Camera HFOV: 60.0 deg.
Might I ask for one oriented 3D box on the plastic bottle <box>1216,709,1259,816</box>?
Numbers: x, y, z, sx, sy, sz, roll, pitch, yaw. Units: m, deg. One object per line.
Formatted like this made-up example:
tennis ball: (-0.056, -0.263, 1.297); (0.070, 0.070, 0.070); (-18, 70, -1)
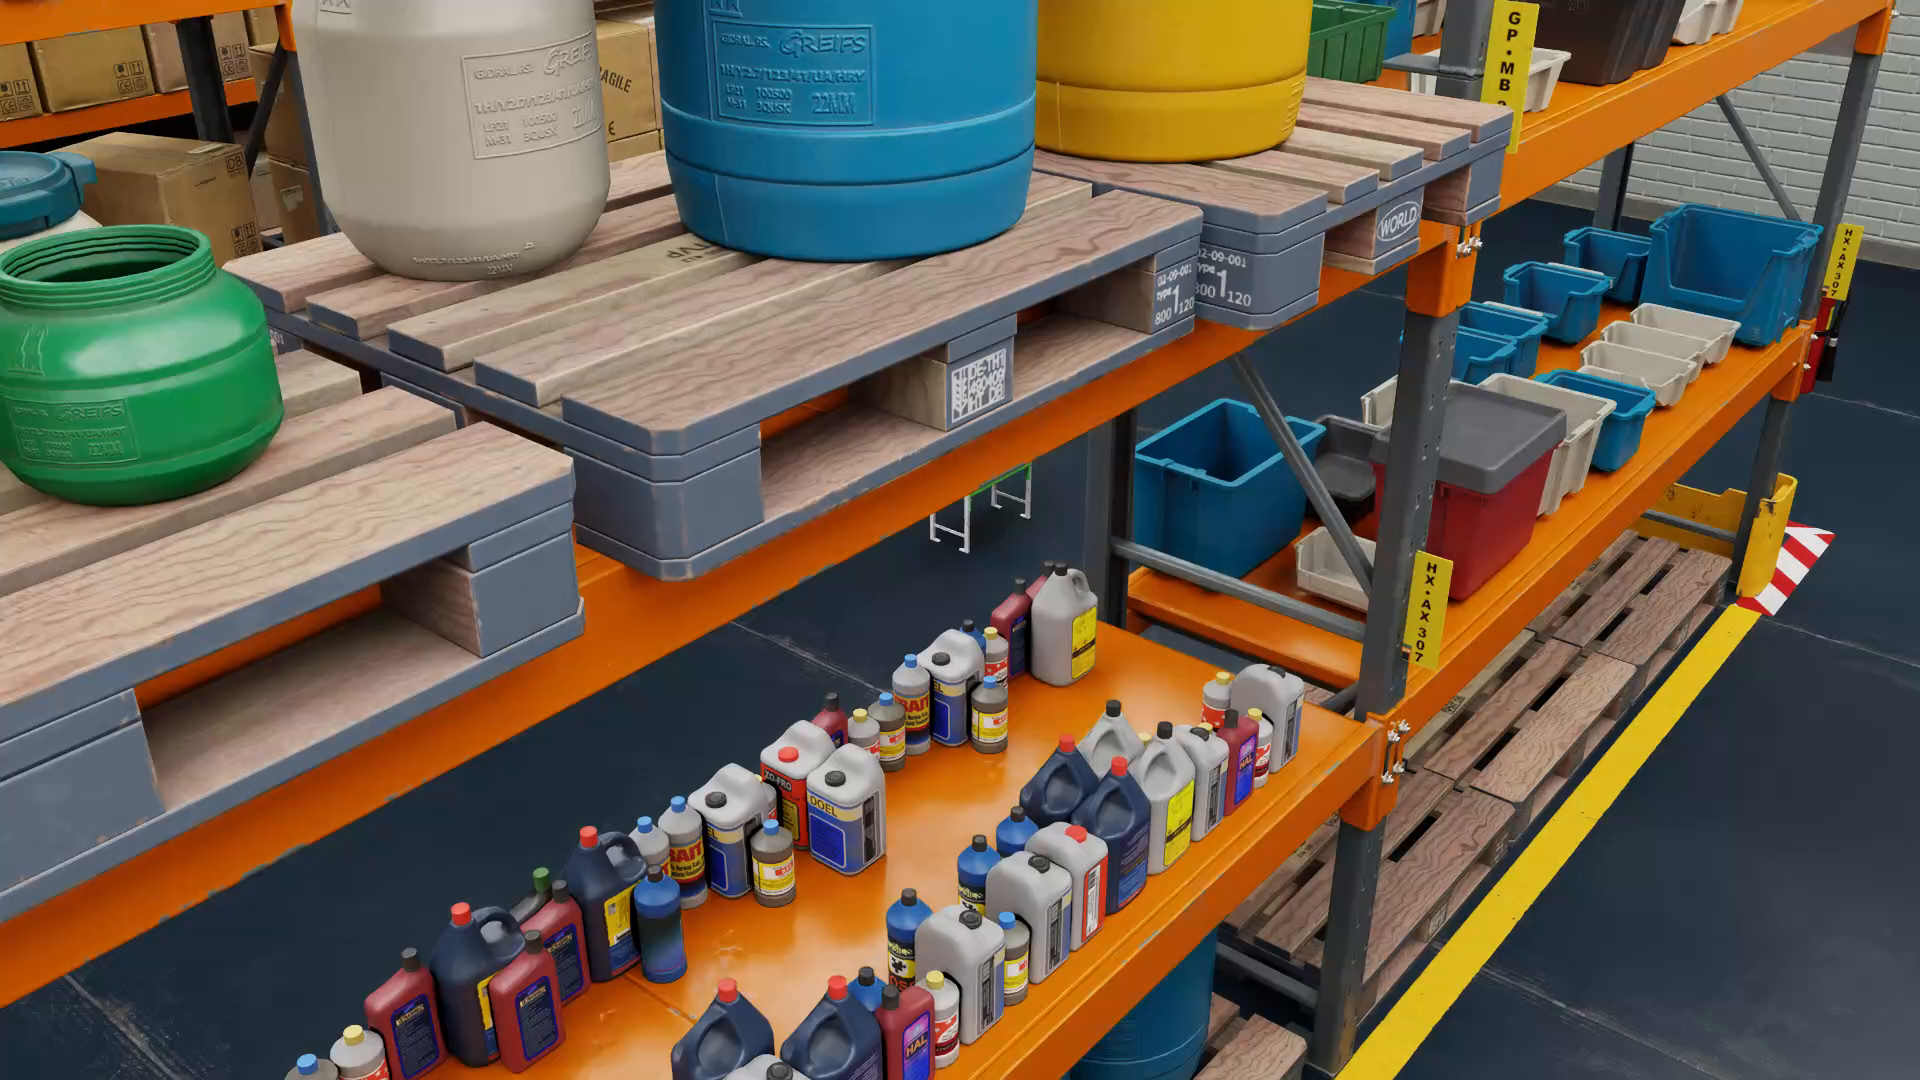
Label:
plastic bottle: (0.677, 0.529, 4.091); (0.061, 0.283, 0.133); (21, 34, 34)

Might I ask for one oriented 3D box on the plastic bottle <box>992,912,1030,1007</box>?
plastic bottle: (0.098, 0.875, 3.511); (0.097, 0.201, 0.097); (0, 27, 0)

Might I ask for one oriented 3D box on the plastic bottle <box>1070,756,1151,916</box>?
plastic bottle: (0.341, 0.656, 3.771); (0.144, 0.351, 0.185); (21, 34, 34)

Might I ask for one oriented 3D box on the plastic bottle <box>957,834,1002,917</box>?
plastic bottle: (0.042, 0.765, 3.647); (0.097, 0.271, 0.097); (0, 27, 0)

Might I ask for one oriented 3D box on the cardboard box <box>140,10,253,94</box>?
cardboard box: (-5.573, -3.587, 11.593); (0.980, 0.700, 0.700); (19, 33, 32)

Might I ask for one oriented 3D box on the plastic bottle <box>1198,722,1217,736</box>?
plastic bottle: (0.605, 0.548, 4.142); (0.097, 0.201, 0.097); (0, 27, 0)

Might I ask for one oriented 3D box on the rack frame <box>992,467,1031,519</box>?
rack frame: (0.261, -0.678, 8.255); (0.240, 1.200, 0.015); (21, 34, 34)

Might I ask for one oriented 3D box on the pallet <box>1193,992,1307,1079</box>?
pallet: (0.267, 1.647, 4.836); (1.003, 0.211, 1.213); (21, 34, 34)

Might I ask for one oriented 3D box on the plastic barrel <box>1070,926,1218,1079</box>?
plastic barrel: (0.431, 1.081, 4.723); (0.600, 0.901, 0.708); (21, 34, 34)

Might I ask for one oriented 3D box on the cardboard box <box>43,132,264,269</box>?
cardboard box: (-3.503, -1.430, 7.184); (0.700, 0.500, 0.500); (9, 29, 18)

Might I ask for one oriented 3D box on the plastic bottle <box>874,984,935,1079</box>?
plastic bottle: (-0.109, 0.967, 3.244); (0.061, 0.283, 0.133); (21, 34, 34)

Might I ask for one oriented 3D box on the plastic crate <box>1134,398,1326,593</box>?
plastic crate: (0.824, -0.138, 5.204); (0.392, 0.384, 0.575); (21, 34, 34)

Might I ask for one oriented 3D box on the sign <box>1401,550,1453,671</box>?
sign: (1.214, 0.186, 4.325); (0.100, 0.325, 0.005); (21, 34, 34)

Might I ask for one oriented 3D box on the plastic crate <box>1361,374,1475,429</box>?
plastic crate: (1.666, -0.468, 6.111); (0.293, 0.136, 0.466); (21, 34, 34)

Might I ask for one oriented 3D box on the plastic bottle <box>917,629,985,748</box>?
plastic bottle: (-0.031, 0.385, 4.377); (0.152, 0.276, 0.135); (21, 34, 34)

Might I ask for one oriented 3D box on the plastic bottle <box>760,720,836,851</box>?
plastic bottle: (-0.387, 0.583, 3.993); (0.152, 0.276, 0.135); (21, 34, 34)

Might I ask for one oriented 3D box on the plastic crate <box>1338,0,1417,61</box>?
plastic crate: (1.123, -1.527, 4.855); (0.416, 0.233, 0.300); (21, 34, 34)

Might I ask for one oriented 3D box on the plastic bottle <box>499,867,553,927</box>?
plastic bottle: (-0.896, 0.831, 3.506); (0.061, 0.283, 0.133); (21, 34, 34)

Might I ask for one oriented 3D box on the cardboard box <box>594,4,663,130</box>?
cardboard box: (-1.530, -2.424, 8.474); (0.500, 0.500, 0.500); (22, 35, 36)

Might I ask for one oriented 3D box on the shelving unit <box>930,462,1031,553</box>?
shelving unit: (0.105, -0.592, 8.088); (0.258, 1.200, 0.503); (21, 34, 34)

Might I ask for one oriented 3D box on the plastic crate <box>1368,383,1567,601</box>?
plastic crate: (1.552, -0.151, 5.143); (0.402, 0.464, 0.583); (21, 34, 34)

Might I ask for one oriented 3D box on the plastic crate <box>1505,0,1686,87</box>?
plastic crate: (1.792, -1.487, 4.738); (0.497, 0.269, 0.590); (21, 34, 34)

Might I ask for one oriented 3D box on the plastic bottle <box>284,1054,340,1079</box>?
plastic bottle: (-1.220, 1.061, 3.151); (0.097, 0.201, 0.097); (0, 27, 0)

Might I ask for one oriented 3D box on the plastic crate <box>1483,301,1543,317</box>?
plastic crate: (2.224, -0.859, 6.868); (0.250, 0.136, 0.298); (21, 34, 34)

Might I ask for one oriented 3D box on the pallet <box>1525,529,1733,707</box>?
pallet: (2.780, 0.249, 7.540); (1.003, 0.211, 1.213); (21, 34, 34)

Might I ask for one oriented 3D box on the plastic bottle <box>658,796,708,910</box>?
plastic bottle: (-0.629, 0.701, 3.771); (0.097, 0.271, 0.097); (0, 27, 0)

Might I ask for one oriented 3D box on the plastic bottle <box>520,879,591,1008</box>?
plastic bottle: (-0.849, 0.849, 3.472); (0.061, 0.283, 0.133); (21, 34, 34)

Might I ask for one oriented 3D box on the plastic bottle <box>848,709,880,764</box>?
plastic bottle: (-0.249, 0.520, 4.196); (0.097, 0.201, 0.097); (0, 27, 0)

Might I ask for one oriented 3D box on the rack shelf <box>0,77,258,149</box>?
rack shelf: (-5.582, -3.138, 11.834); (1.077, 0.370, 4.000); (21, 34, 34)

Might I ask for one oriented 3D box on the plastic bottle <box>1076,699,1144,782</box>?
plastic bottle: (0.347, 0.548, 3.979); (0.144, 0.351, 0.185); (21, 34, 34)

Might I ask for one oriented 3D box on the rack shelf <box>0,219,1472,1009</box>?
rack shelf: (-0.482, -0.157, 2.806); (1.077, 0.370, 4.000); (21, 34, 34)

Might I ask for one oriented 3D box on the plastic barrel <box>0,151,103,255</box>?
plastic barrel: (-1.185, -0.315, 2.023); (0.301, 0.262, 0.301); (0, 27, 0)

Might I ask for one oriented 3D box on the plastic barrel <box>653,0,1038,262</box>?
plastic barrel: (-0.177, -0.944, 2.544); (0.600, 0.901, 0.708); (21, 34, 34)

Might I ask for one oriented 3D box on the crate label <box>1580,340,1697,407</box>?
crate label: (2.602, -0.634, 6.433); (0.396, 0.136, 0.243); (21, 34, 34)

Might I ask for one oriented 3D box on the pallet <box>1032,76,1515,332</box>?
pallet: (0.367, -0.795, 3.463); (1.213, 0.211, 1.003); (21, 34, 34)

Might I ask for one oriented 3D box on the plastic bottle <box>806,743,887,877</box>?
plastic bottle: (-0.270, 0.628, 3.907); (0.152, 0.276, 0.135); (21, 34, 34)

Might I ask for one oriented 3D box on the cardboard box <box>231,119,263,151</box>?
cardboard box: (-5.395, -2.997, 12.337); (0.380, 0.149, 0.250); (21, 34, 35)

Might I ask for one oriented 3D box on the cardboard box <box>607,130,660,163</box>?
cardboard box: (-1.852, -1.807, 8.369); (0.500, 0.500, 0.500); (21, 34, 34)

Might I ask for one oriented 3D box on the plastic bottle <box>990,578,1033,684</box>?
plastic bottle: (0.143, 0.252, 4.626); (0.061, 0.283, 0.133); (21, 34, 34)

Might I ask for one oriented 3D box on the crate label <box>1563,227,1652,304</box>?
crate label: (2.924, -1.232, 7.484); (0.416, 0.233, 0.303); (21, 34, 34)

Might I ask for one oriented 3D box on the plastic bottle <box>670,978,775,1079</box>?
plastic bottle: (-0.445, 0.984, 3.136); (0.144, 0.351, 0.185); (21, 34, 34)

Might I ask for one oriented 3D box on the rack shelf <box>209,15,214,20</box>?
rack shelf: (-1.757, -3.024, 8.349); (1.077, 0.370, 4.000); (21, 34, 34)

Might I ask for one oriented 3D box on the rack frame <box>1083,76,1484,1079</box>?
rack frame: (0.790, 0.147, 4.701); (1.000, 3.000, 0.127); (21, 34, 34)
